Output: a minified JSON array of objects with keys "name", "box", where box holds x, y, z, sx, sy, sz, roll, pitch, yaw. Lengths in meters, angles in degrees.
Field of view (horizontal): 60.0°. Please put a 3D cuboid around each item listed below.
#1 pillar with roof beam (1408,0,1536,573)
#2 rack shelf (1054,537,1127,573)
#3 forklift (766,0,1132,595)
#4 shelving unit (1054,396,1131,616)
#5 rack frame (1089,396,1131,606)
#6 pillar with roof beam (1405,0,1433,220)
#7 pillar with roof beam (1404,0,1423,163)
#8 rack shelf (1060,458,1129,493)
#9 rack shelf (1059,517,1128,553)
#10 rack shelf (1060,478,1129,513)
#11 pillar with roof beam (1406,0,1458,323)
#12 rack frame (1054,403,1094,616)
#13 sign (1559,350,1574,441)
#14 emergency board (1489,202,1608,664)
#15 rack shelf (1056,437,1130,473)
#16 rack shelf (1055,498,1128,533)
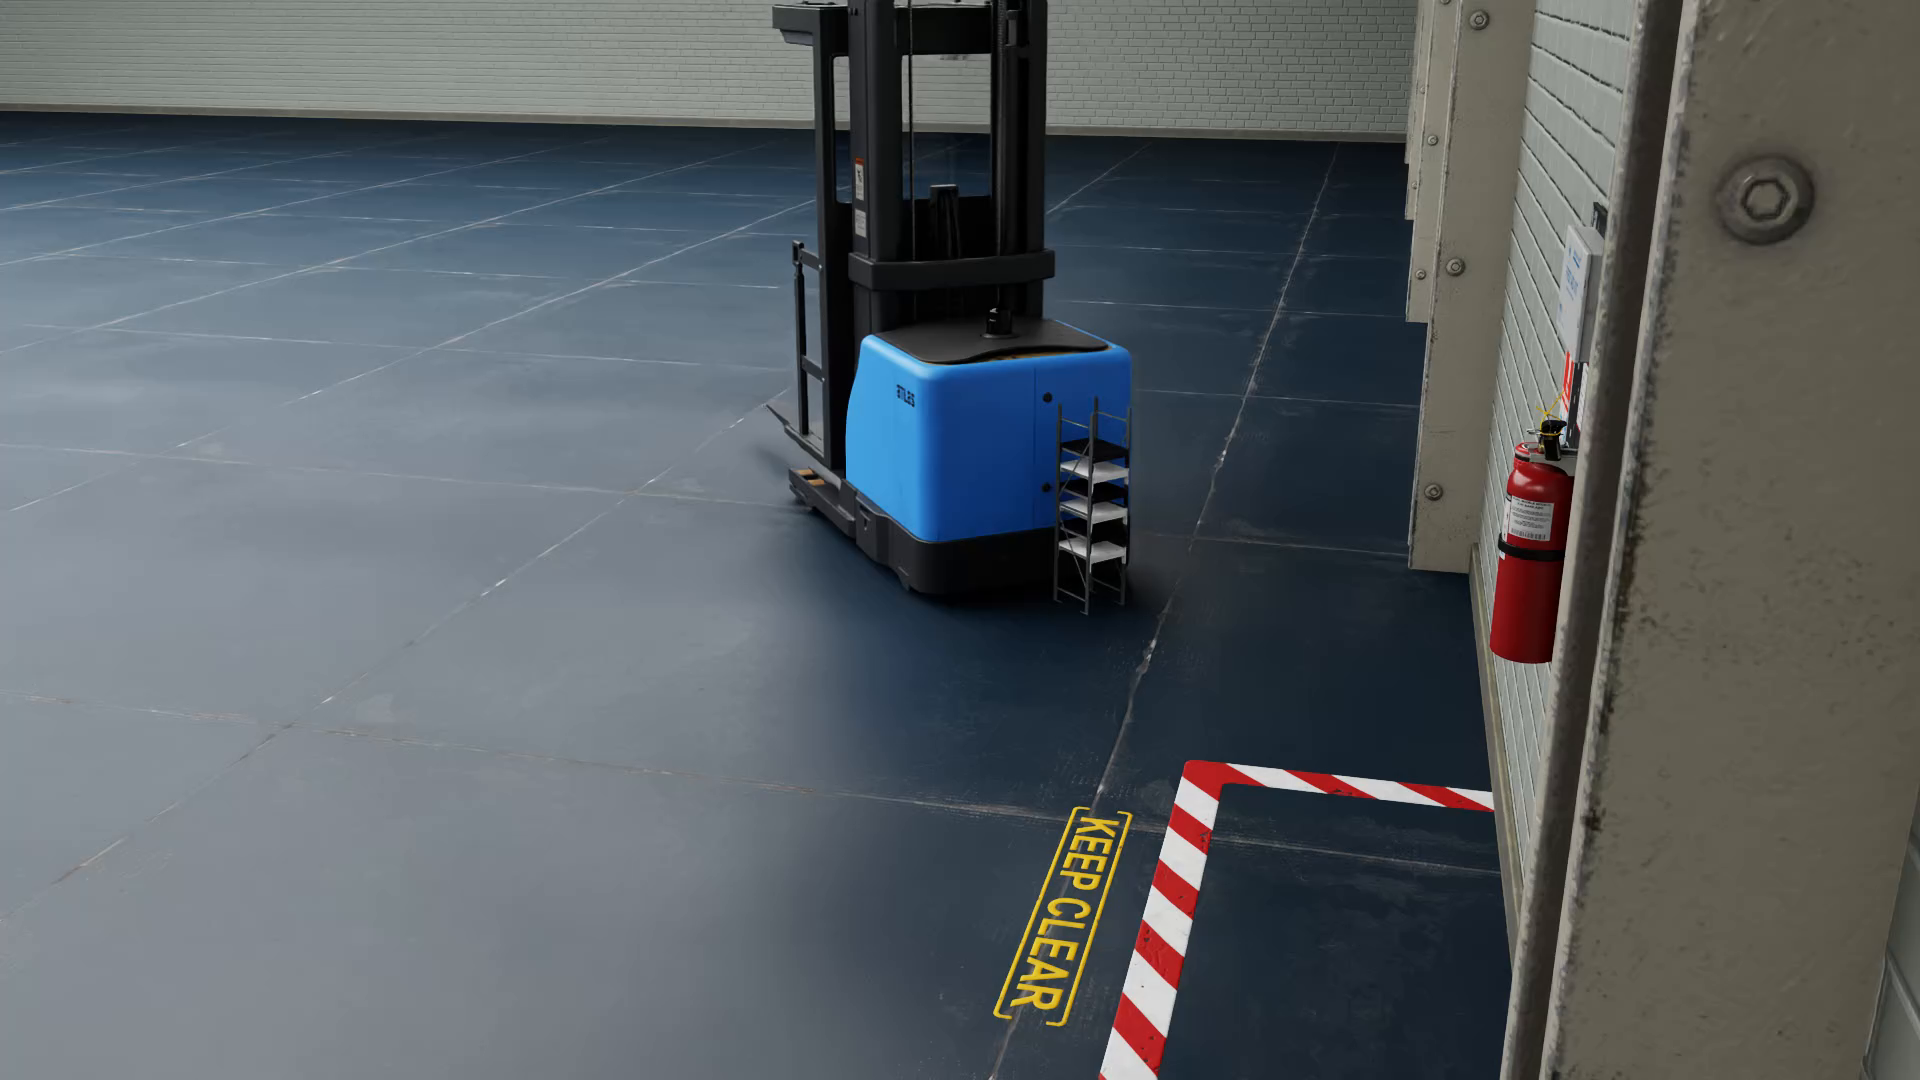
[{"name":"pillar with roof beam","box":[-1.874,-4.515,7.484,9.100,9.000,0.400,5,19,13]},{"name":"rack shelf","box":[0.572,0.054,7.296,0.200,0.077,0.258,-13,23,-33]},{"name":"forklift","box":[-0.256,-1.586,8.296,1.130,2.935,3.031,-8,20,-21]},{"name":"shelving unit","box":[0.572,-0.148,7.227,0.210,0.900,0.258,-13,23,-33]},{"name":"rack frame","box":[0.655,-0.166,7.282,0.006,0.900,0.240,-13,23,-33]},{"name":"pillar with roof beam","box":[1.058,-8.276,18.496,9.100,9.000,0.400,5,19,13]},{"name":"pillar with roof beam","box":[2.524,-10.157,24.001,9.100,9.000,0.400,5,19,13]},{"name":"rack shelf","box":[0.572,-0.286,7.179,0.200,0.077,0.258,-13,23,-33]},{"name":"rack shelf","box":[0.572,-0.031,7.267,0.200,0.077,0.258,-13,23,-33]},{"name":"rack shelf","box":[0.572,-0.201,7.209,0.200,0.077,0.258,-13,23,-33]},{"name":"pillar with roof beam","box":[-0.408,-6.395,12.990,9.100,9.000,0.400,5,19,13]},{"name":"rack frame","box":[0.489,-0.129,7.172,0.006,0.900,0.240,-13,23,-33]},{"name":"sign","box":[1.710,-0.409,4.689,0.001,0.329,0.234,5,19,13]},{"name":"emergency board","box":[1.475,-0.227,4.211,0.194,1.169,0.643,5,19,13]},{"name":"rack shelf","box":[0.572,-0.371,7.150,0.200,0.077,0.258,-13,23,-33]},{"name":"rack shelf","box":[0.572,-0.116,7.238,0.200,0.077,0.258,-13,23,-33]}]
